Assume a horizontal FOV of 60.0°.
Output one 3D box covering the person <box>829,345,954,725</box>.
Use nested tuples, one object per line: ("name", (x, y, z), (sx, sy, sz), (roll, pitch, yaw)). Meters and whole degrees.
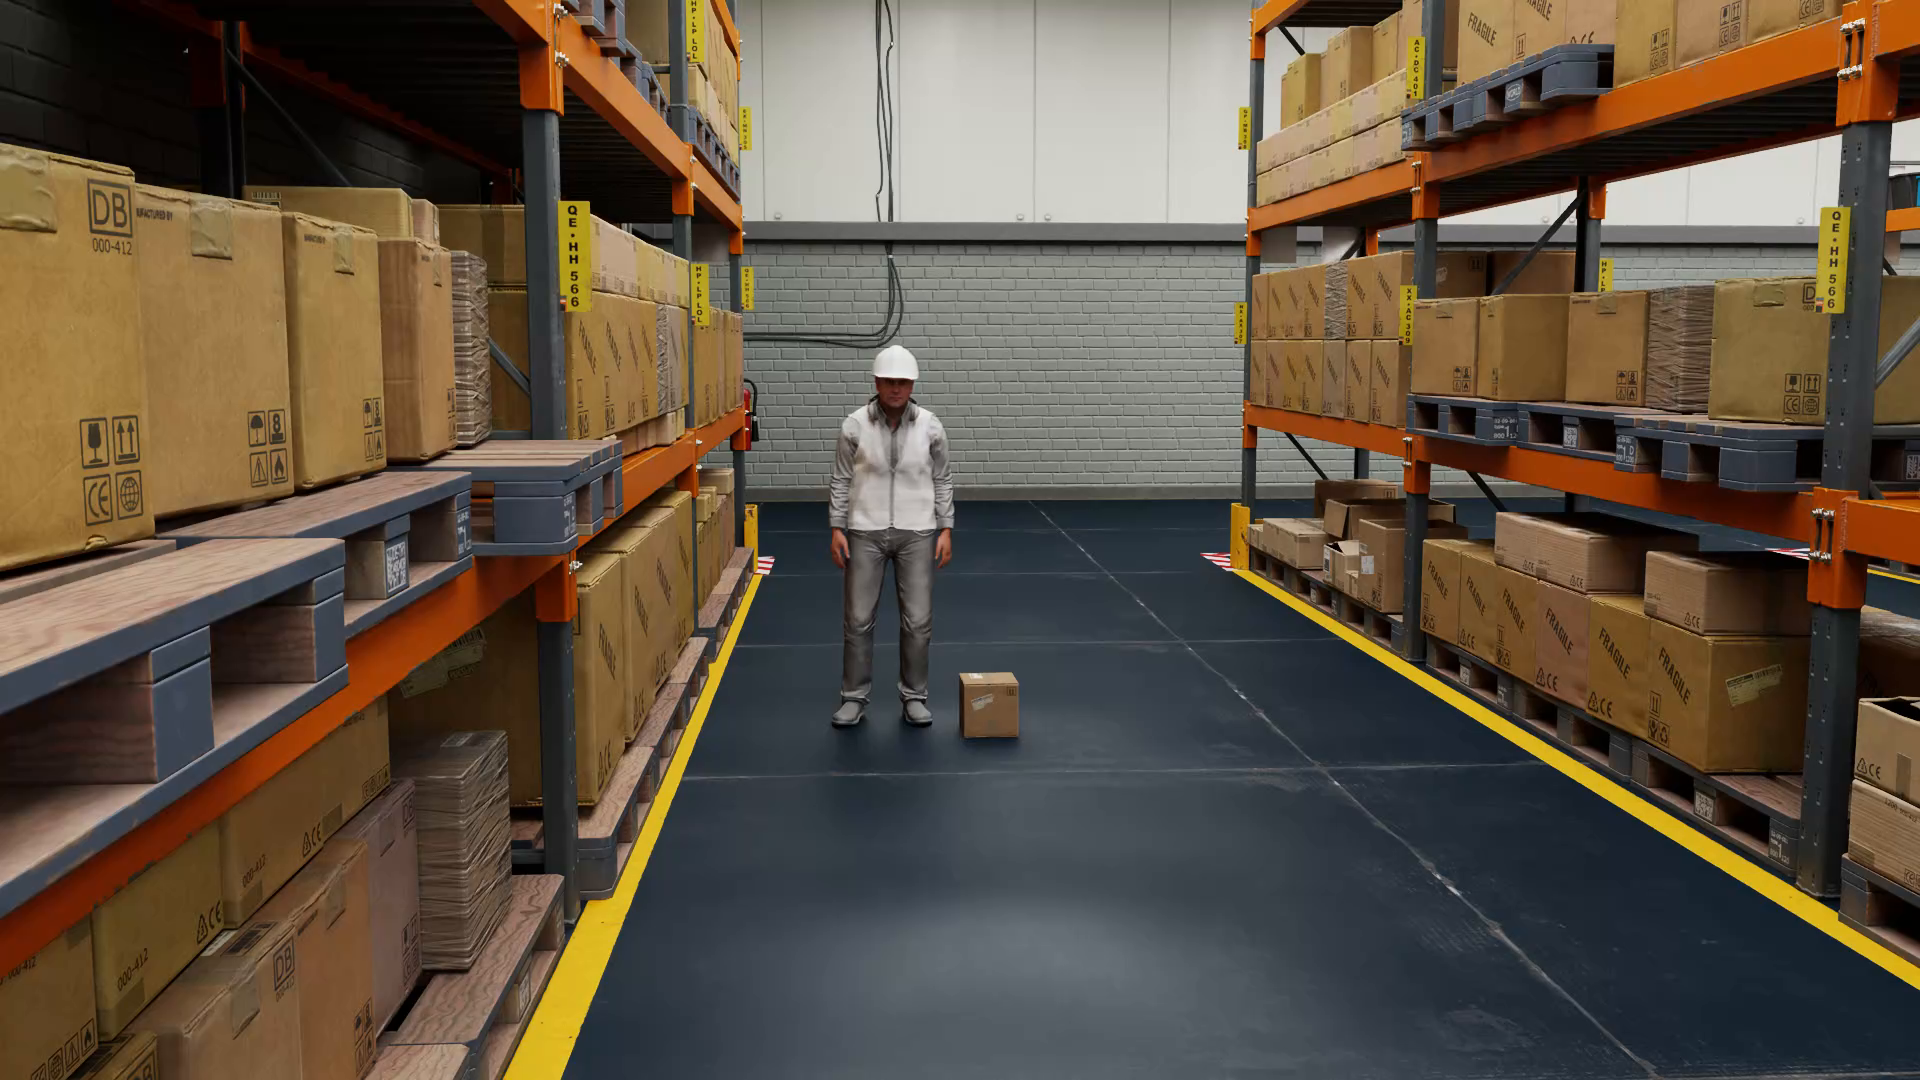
("person", (-0.321, -0.023, 7.819), (0.589, 1.772, 0.462), (0, 7, -4))
